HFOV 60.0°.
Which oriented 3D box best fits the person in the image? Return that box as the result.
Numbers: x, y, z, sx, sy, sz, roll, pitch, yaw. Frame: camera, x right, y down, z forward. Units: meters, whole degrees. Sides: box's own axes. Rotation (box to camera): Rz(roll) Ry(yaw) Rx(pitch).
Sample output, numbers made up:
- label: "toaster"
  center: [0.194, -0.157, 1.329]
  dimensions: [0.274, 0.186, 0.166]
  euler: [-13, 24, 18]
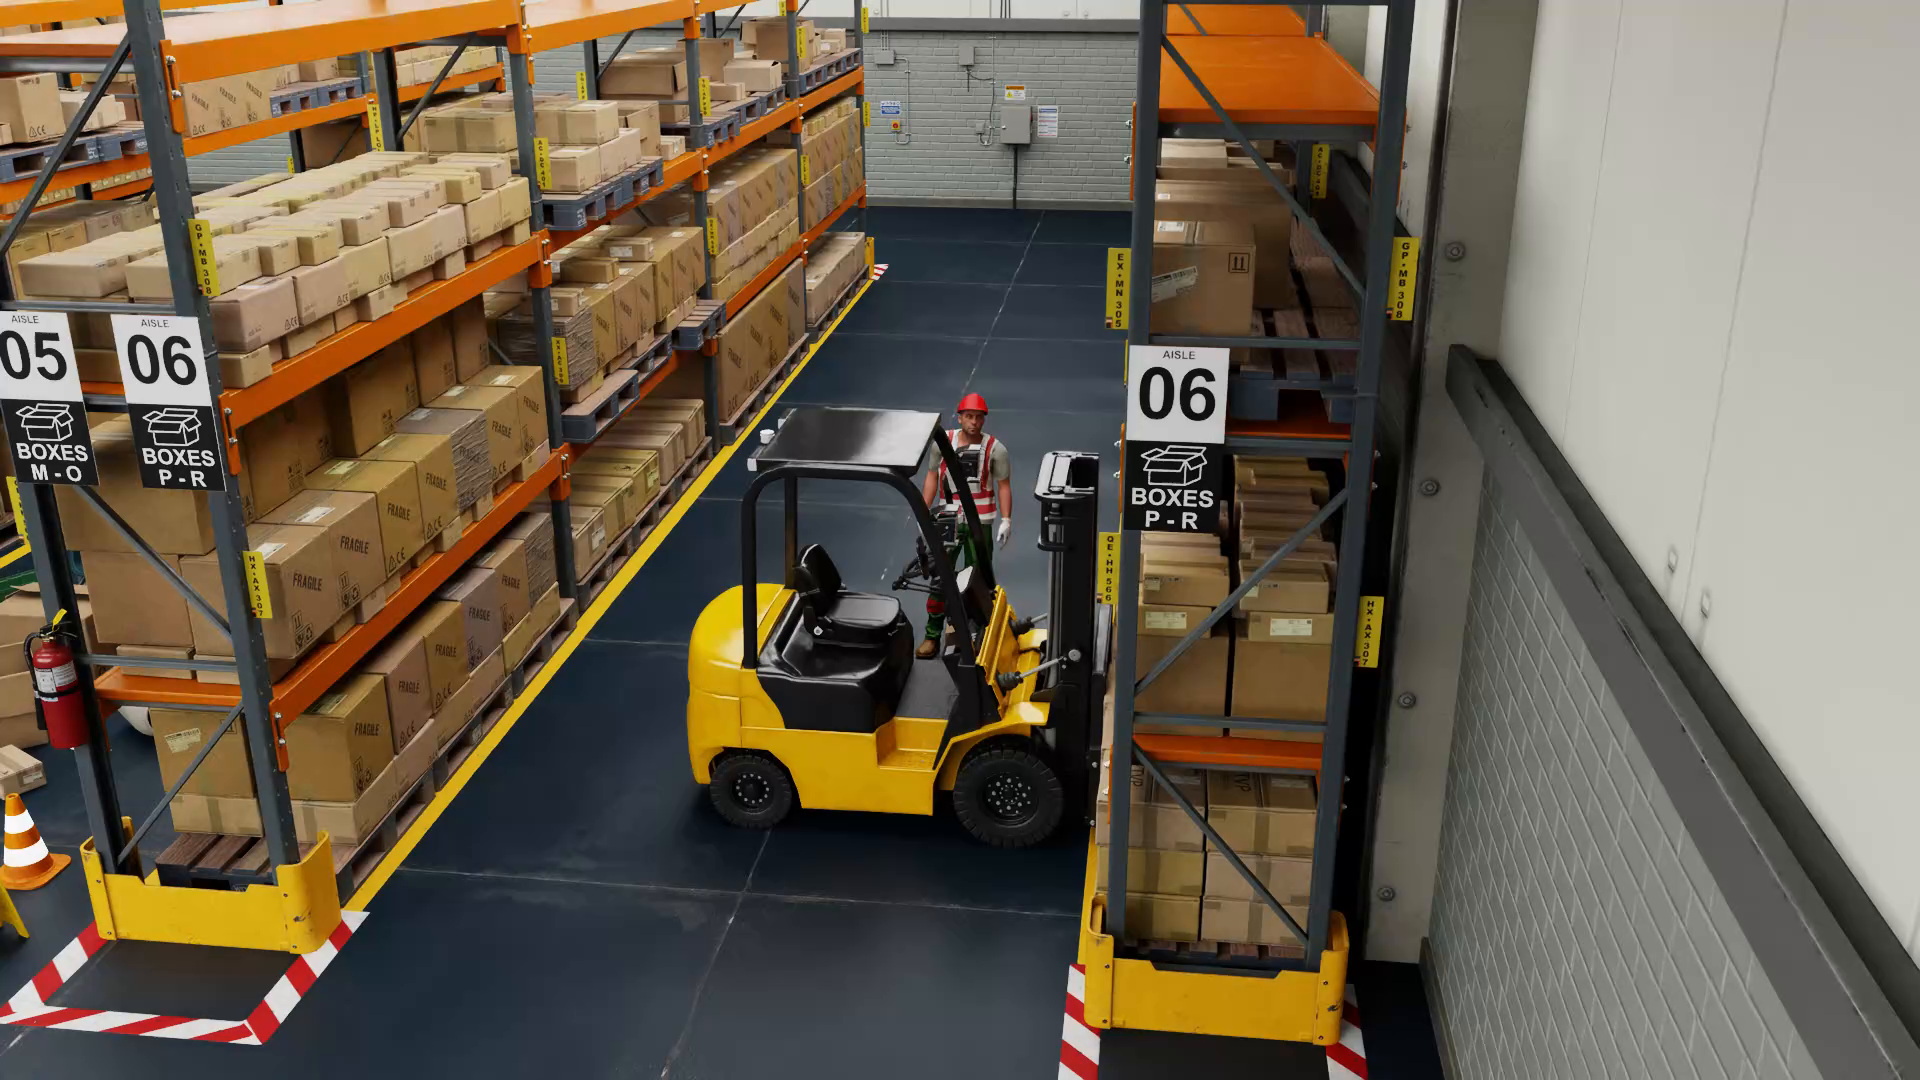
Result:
- label: "person"
  center: [0.024, -0.093, 11.265]
  dimensions: [0.638, 1.789, 0.562]
  euler: [2, 21, 6]
